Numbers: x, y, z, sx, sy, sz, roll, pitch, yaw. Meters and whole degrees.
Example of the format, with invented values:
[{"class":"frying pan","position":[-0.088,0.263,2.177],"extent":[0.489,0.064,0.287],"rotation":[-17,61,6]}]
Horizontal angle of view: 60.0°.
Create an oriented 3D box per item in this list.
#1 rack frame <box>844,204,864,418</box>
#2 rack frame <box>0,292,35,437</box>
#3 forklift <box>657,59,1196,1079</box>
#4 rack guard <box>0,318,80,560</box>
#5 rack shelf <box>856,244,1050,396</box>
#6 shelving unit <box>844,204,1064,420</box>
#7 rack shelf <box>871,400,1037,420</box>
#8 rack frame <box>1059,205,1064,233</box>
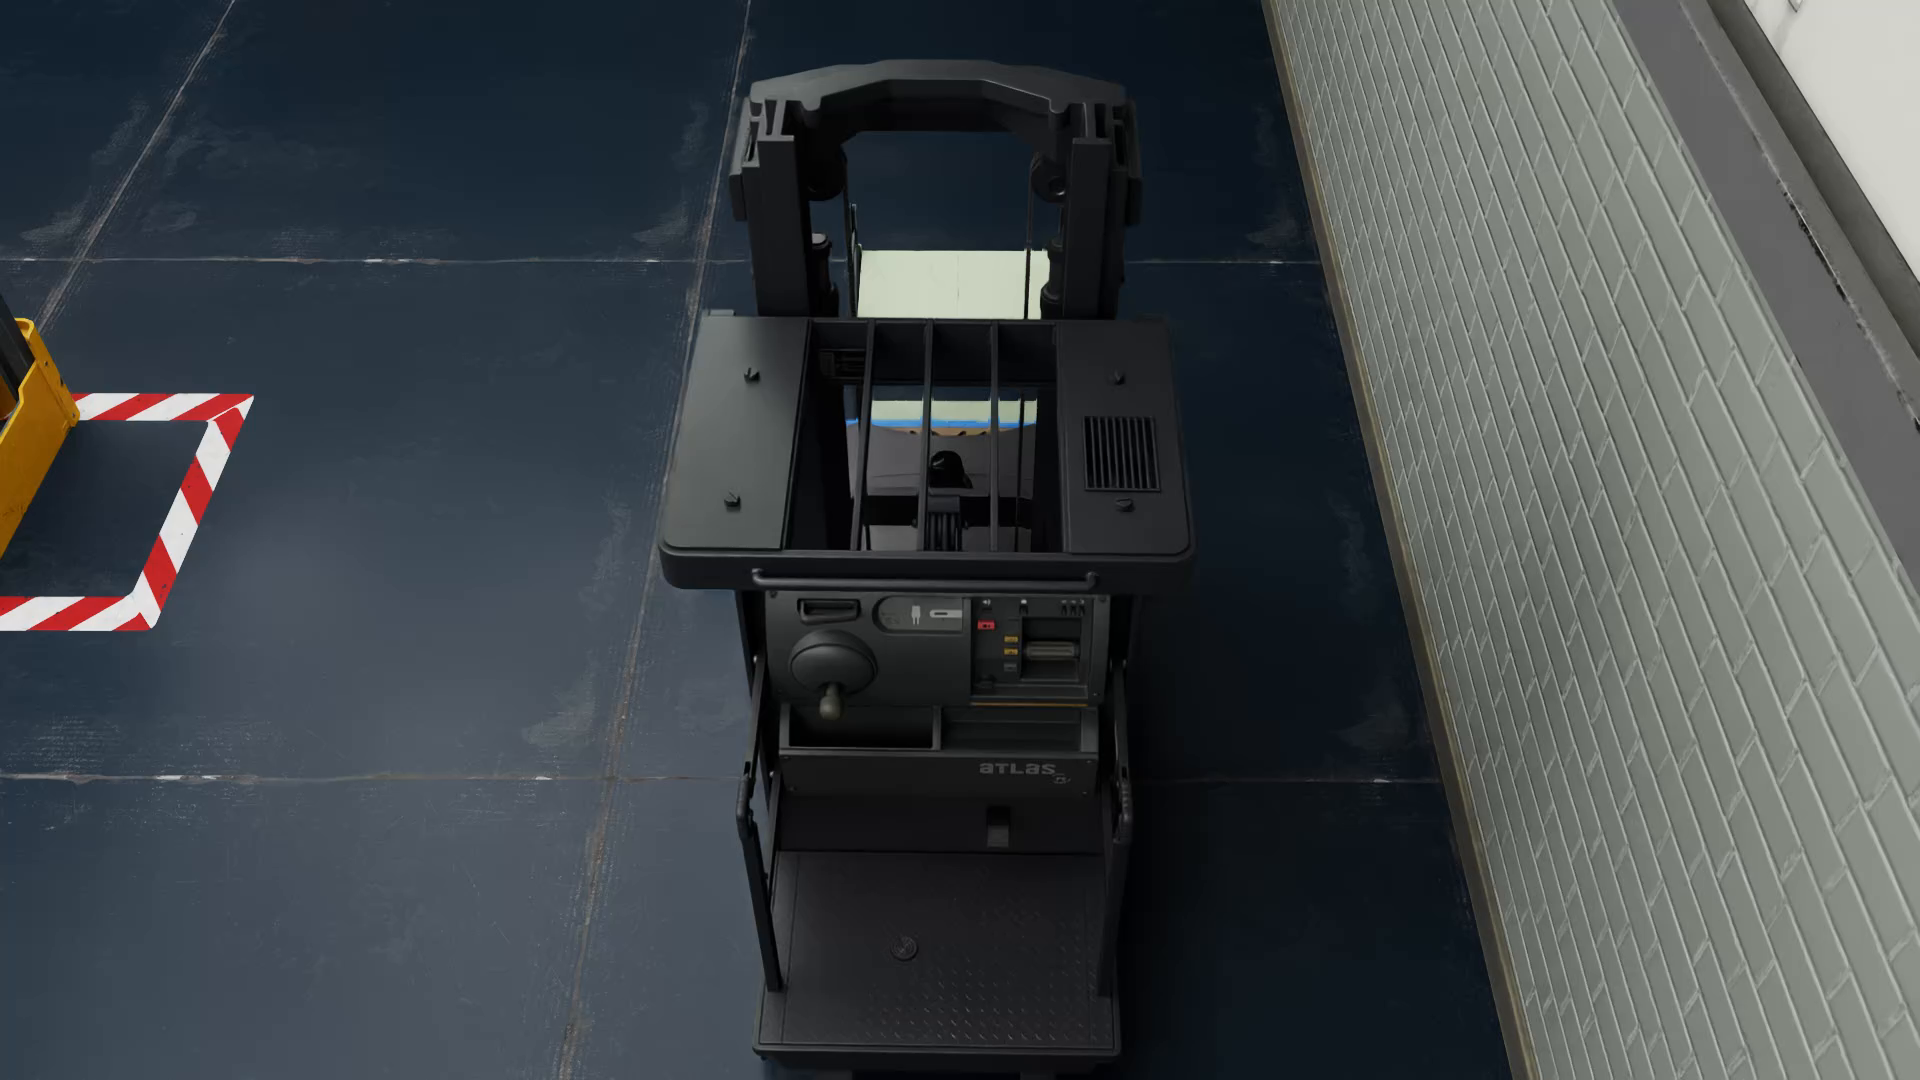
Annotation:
[{"class":"rack frame","position":[-0.373,-0.512,6.202],"extent":[0.023,1.500,0.400],"rotation":[0,47,0]},{"class":"rack frame","position":[-3.934,-1.175,5.795],"extent":[0.127,3.000,1.000],"rotation":[0,47,0]},{"class":"forklift","position":[-0.062,0.396,4.379],"extent":[1.130,2.935,3.031],"rotation":[1,47,1]},{"class":"rack guard","position":[-4.010,-0.324,6.710],"extent":[0.348,0.500,1.175],"rotation":[0,47,0]},{"class":"rack shelf","position":[-0.007,-0.777,5.915],"extent":[0.720,0.370,0.431],"rotation":[0,47,0]},{"class":"shelving unit","position":[-0.007,-0.511,6.201],"extent":[0.755,1.500,0.431],"rotation":[0,47,0]},{"class":"rack shelf","position":[-0.007,-0.289,6.440],"extent":[0.720,0.370,0.431],"rotation":[0,47,0]},{"class":"rack frame","position":[0.359,-0.510,6.200],"extent":[0.023,1.500,0.400],"rotation":[0,47,0]}]
